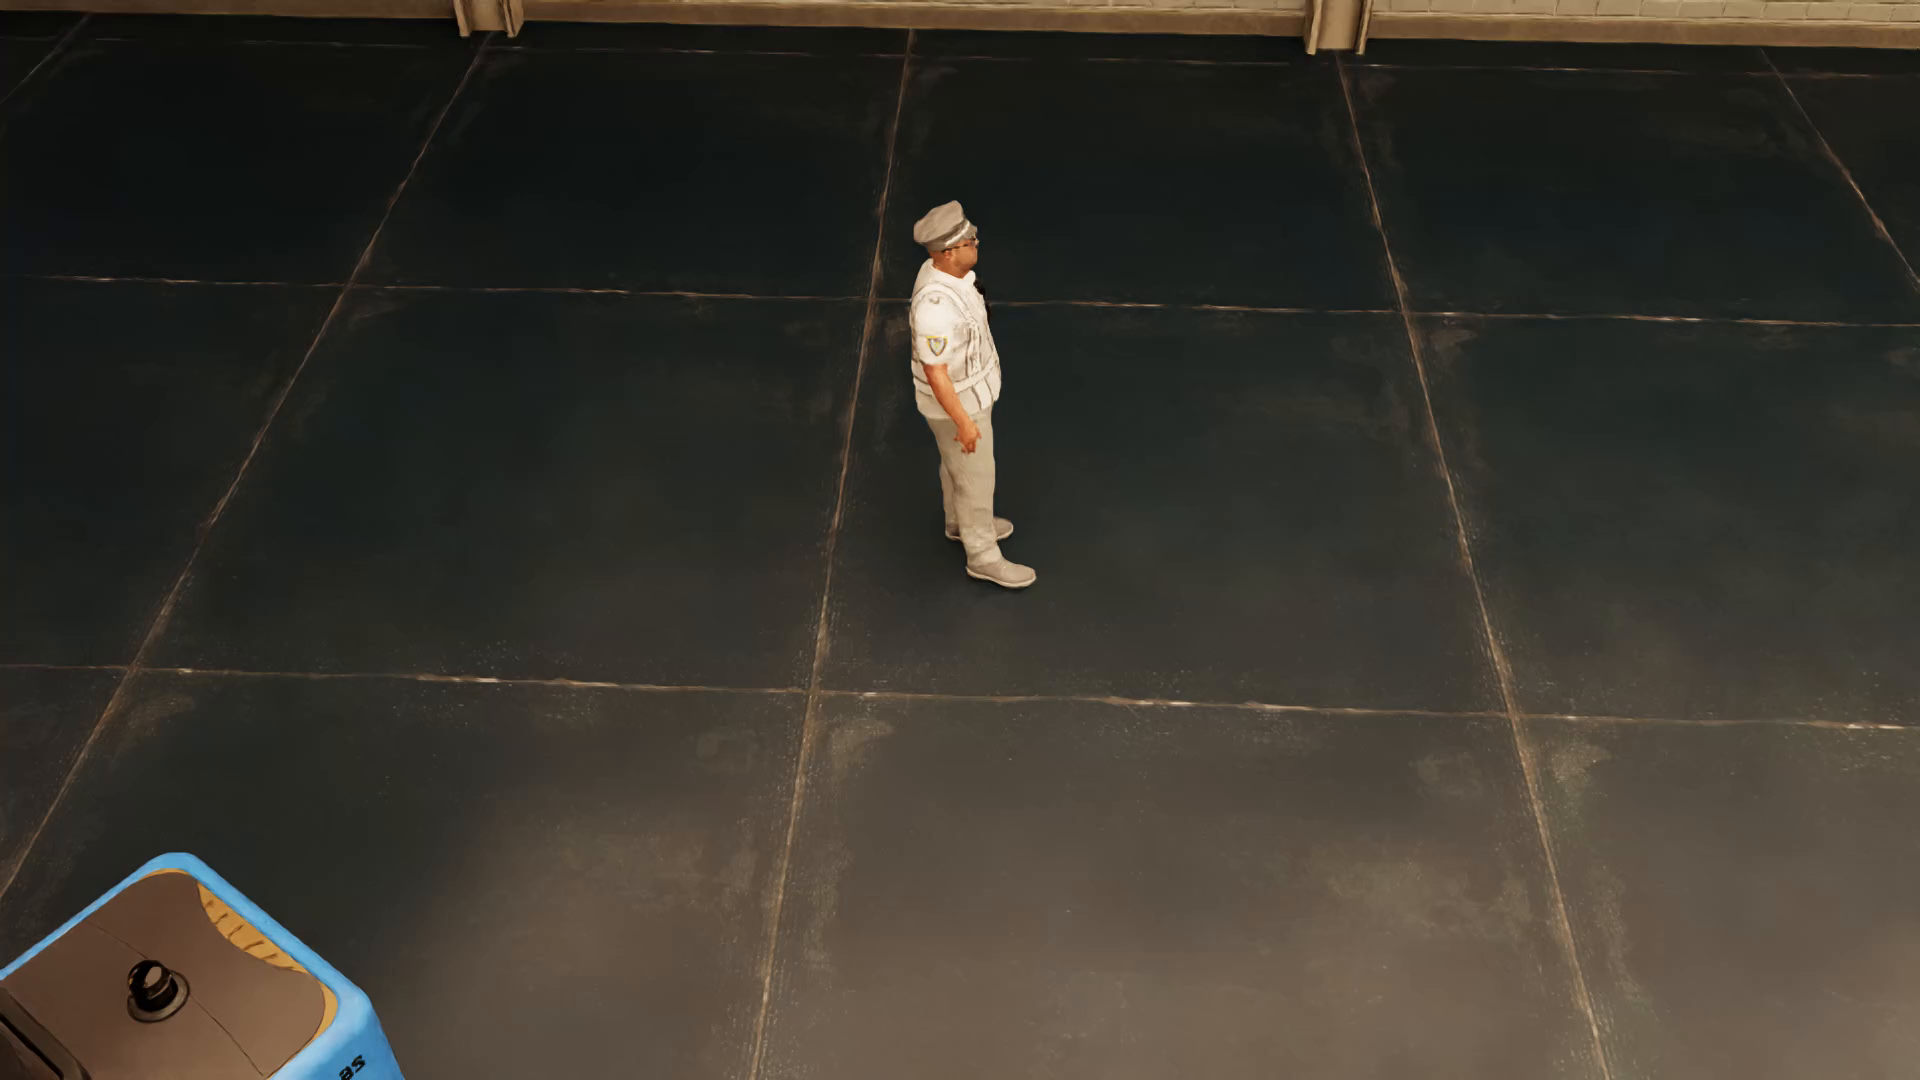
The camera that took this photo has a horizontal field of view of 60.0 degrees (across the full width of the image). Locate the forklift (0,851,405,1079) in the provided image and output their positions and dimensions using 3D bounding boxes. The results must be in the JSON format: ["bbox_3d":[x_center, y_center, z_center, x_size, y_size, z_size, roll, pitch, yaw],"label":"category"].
[{"bbox_3d":[-2.989,1.665,3.919,1.130,2.935,3.031,27,49,26],"label":"forklift"}]

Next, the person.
[{"bbox_3d":[0.077,-0.654,7.299,0.574,1.781,0.640,2,42,2],"label":"person"}]
